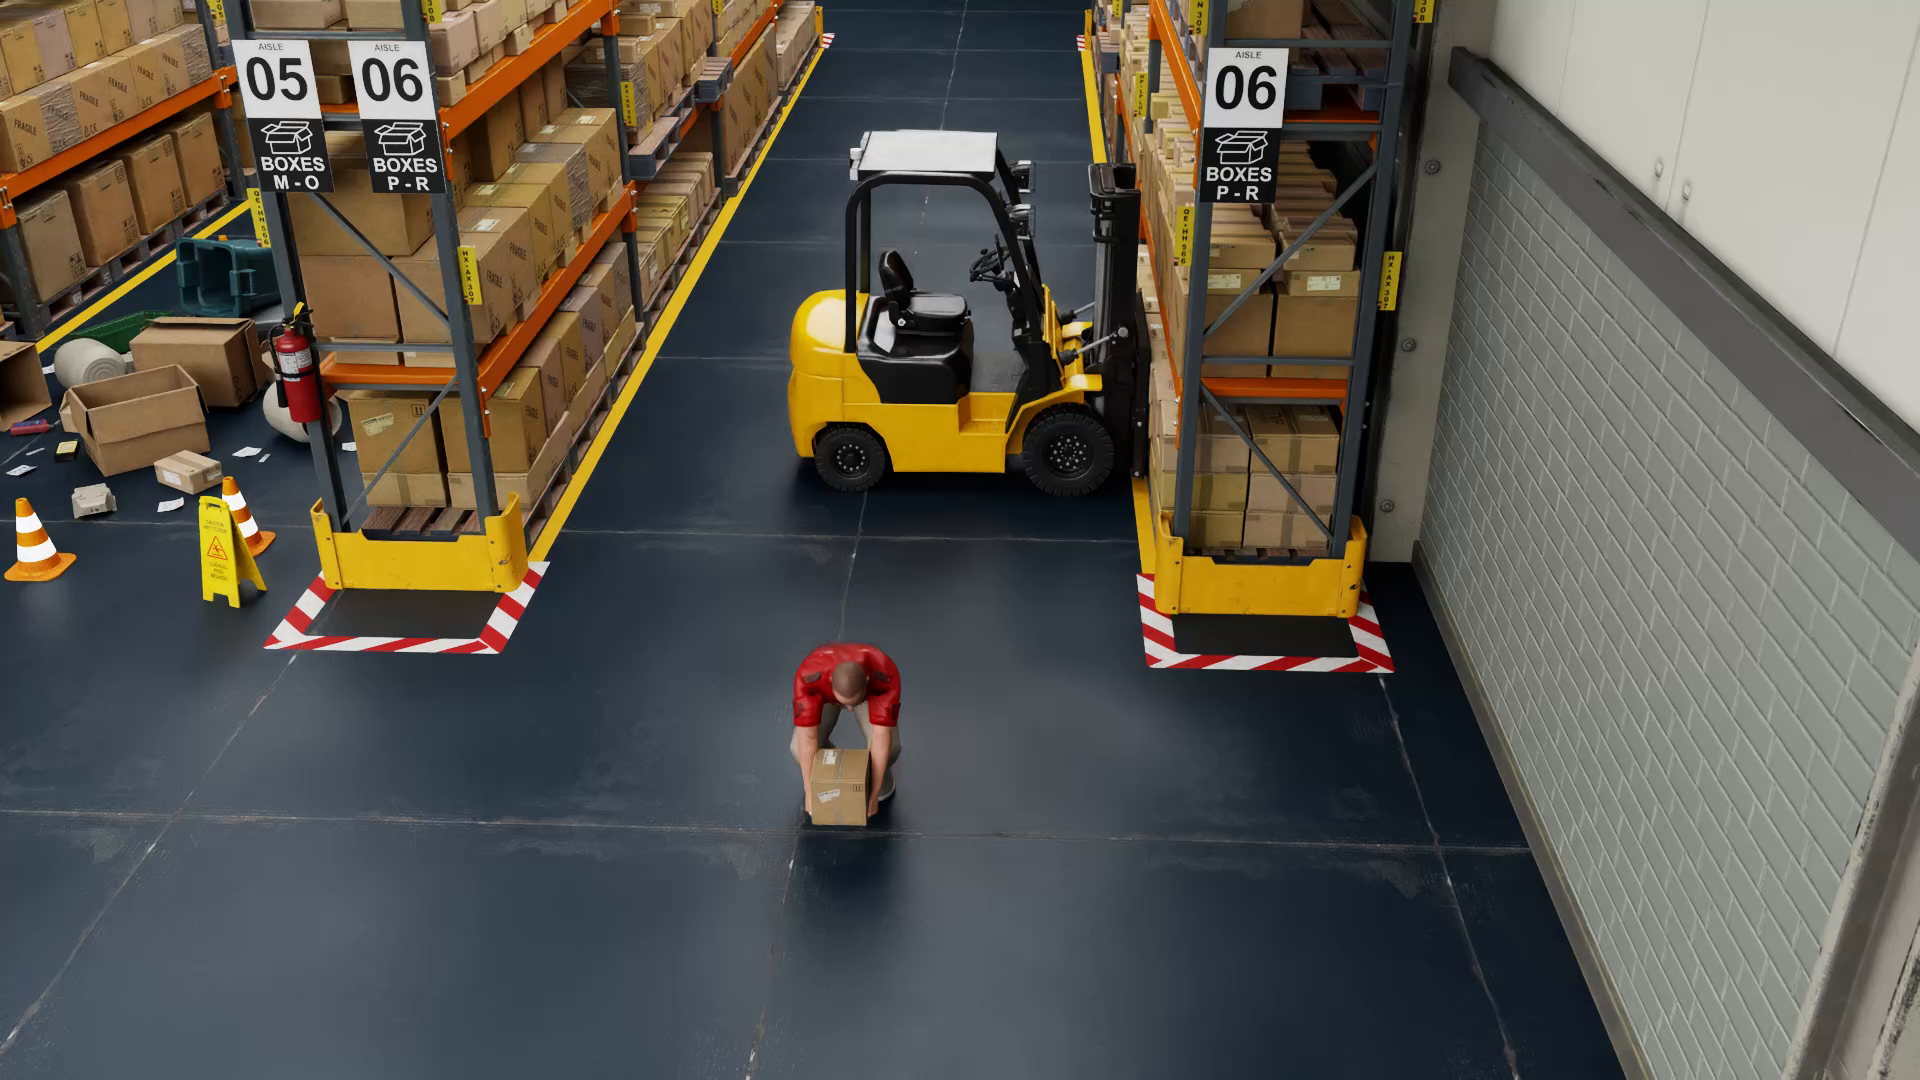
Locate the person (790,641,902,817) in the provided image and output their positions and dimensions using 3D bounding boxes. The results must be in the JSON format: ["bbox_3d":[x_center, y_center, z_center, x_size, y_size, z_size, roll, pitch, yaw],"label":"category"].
[{"bbox_3d":[-0.537,0.833,7.868,0.533,0.987,0.890,0,28,1],"label":"person"}]
